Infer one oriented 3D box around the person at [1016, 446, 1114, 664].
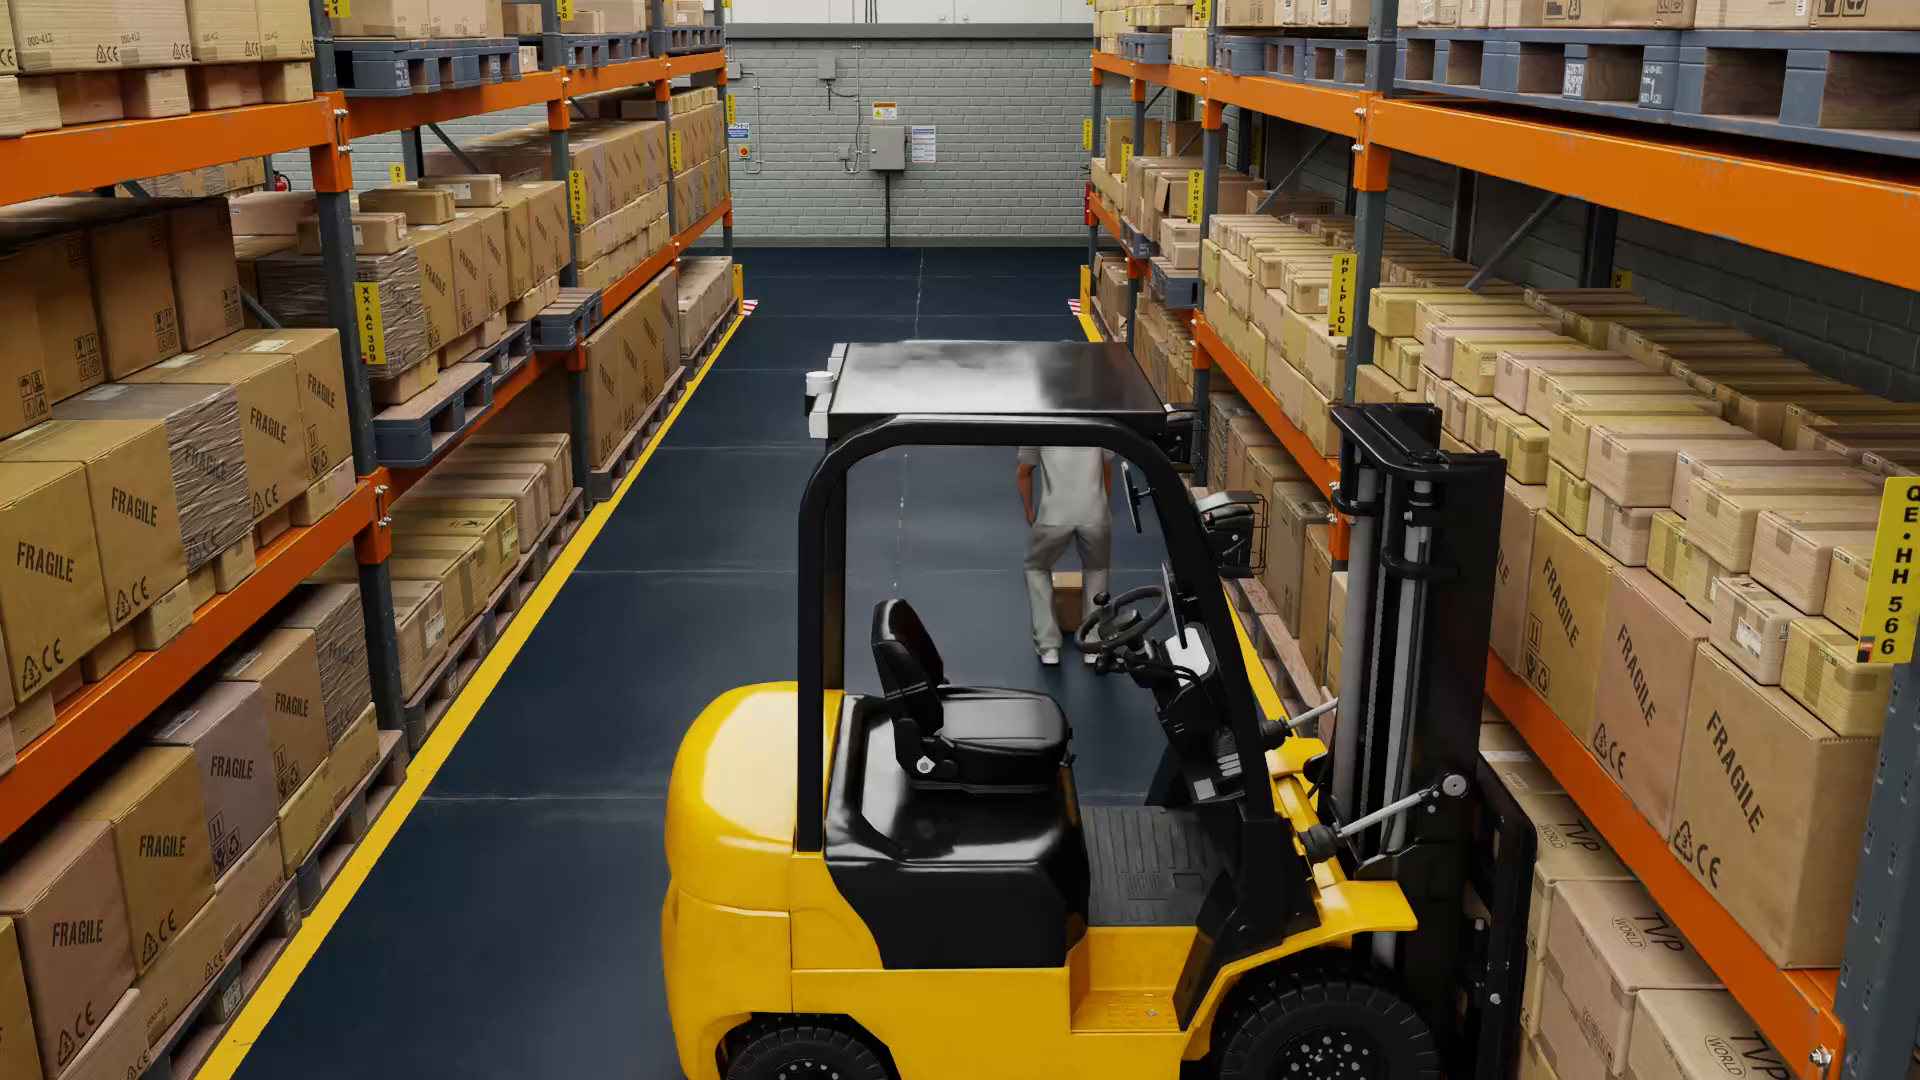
[{"bbox_3d":[0.522,-0.120,8.298,0.488,1.469,0.575,0,17,0],"label":"person"}]
